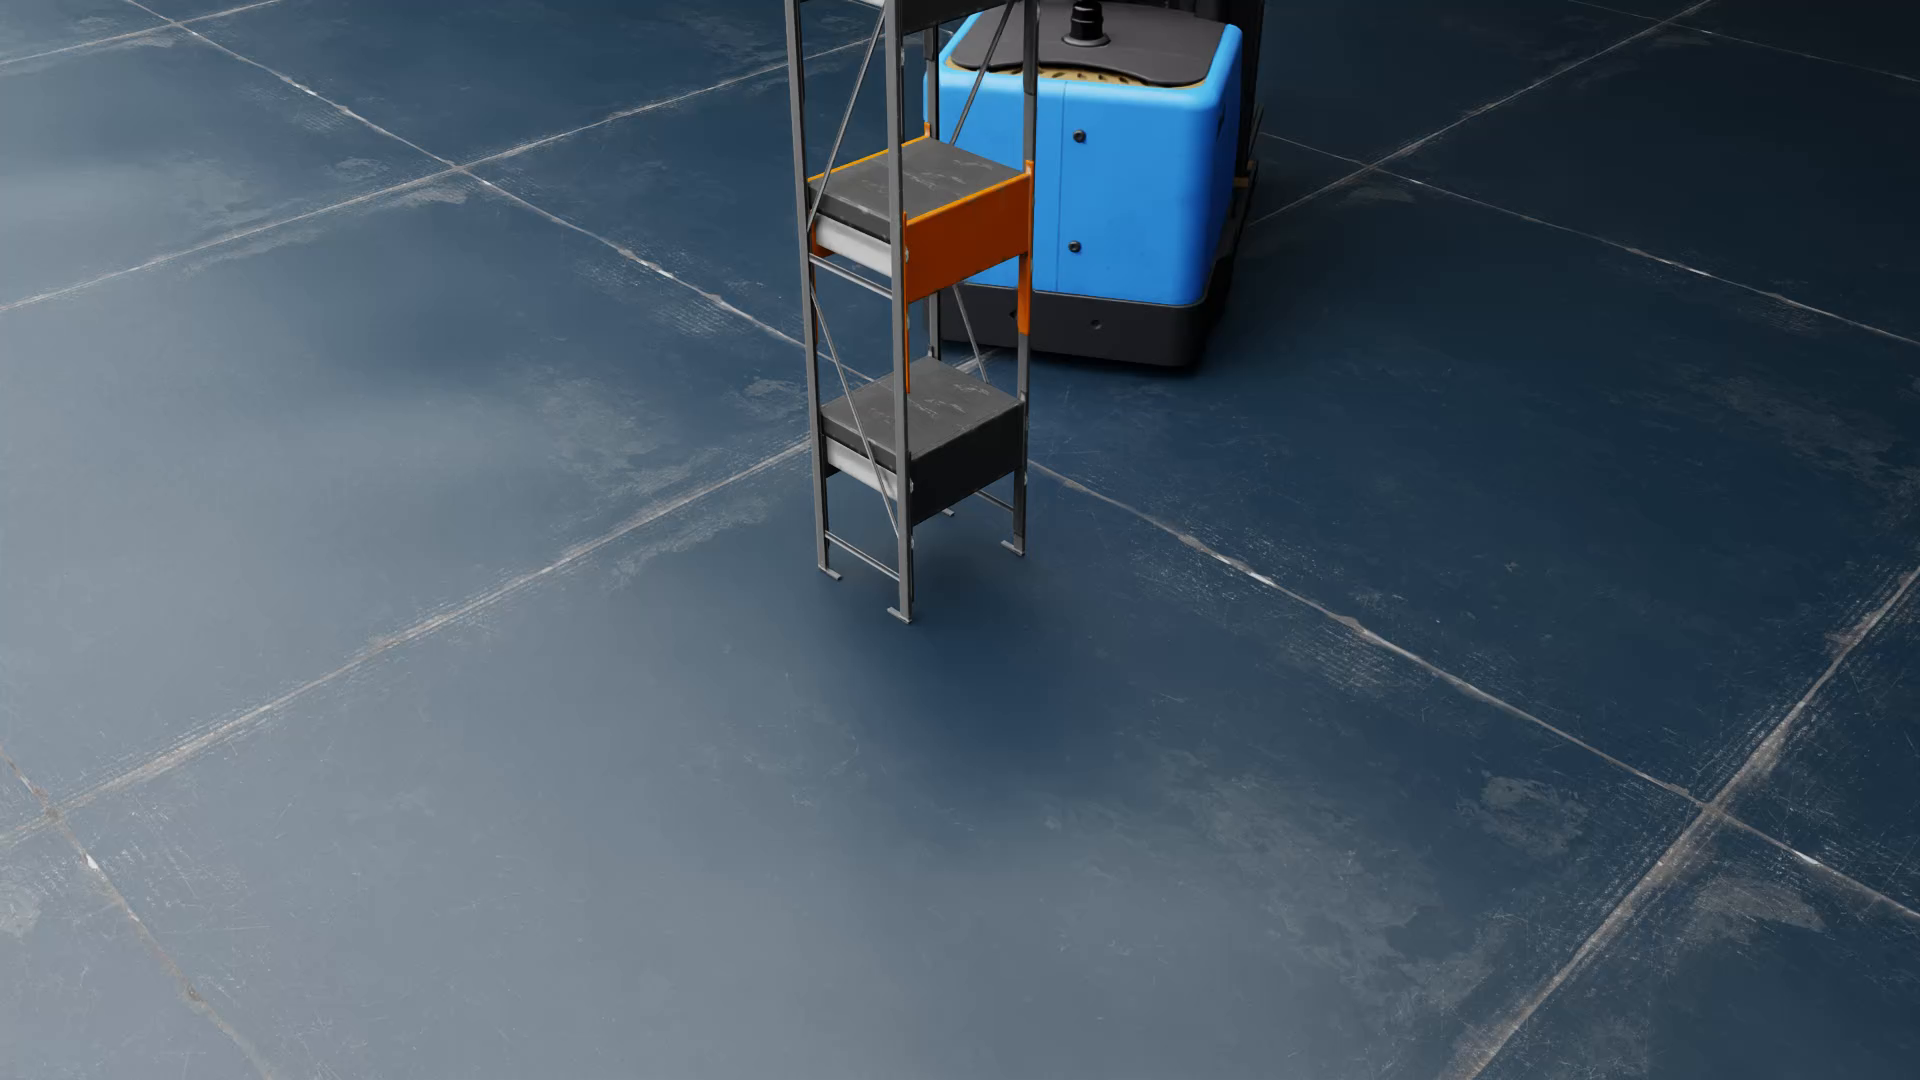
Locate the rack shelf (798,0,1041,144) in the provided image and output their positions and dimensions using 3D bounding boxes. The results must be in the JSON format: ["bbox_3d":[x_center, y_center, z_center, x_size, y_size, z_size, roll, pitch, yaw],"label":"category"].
[{"bbox_3d":[-0.117,-1.357,4.160,0.431,0.518,0.480,30,45,35],"label":"rack shelf"}]

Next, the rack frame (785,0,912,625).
[{"bbox_3d":[-0.289,-0.695,4.411,0.400,2.100,0.015,30,45,35],"label":"rack frame"}]

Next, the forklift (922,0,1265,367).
[{"bbox_3d":[0.715,-2.670,6.516,1.130,2.935,3.031,8,36,12],"label":"forklift"}]

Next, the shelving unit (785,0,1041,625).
[{"bbox_3d":[-0.117,-0.794,4.553,0.431,2.100,0.503,30,45,35],"label":"shelving unit"}]

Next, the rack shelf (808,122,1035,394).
[{"bbox_3d":[-0.117,-0.783,4.561,0.431,0.518,0.480,30,45,35],"label":"rack shelf"}]

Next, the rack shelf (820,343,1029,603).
[{"bbox_3d":[-0.117,-0.209,4.961,0.431,0.518,0.480,30,45,35],"label":"rack shelf"}]

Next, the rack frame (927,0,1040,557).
[{"bbox_3d":[0.055,-0.893,4.695,0.400,2.100,0.015,30,45,35],"label":"rack frame"}]
